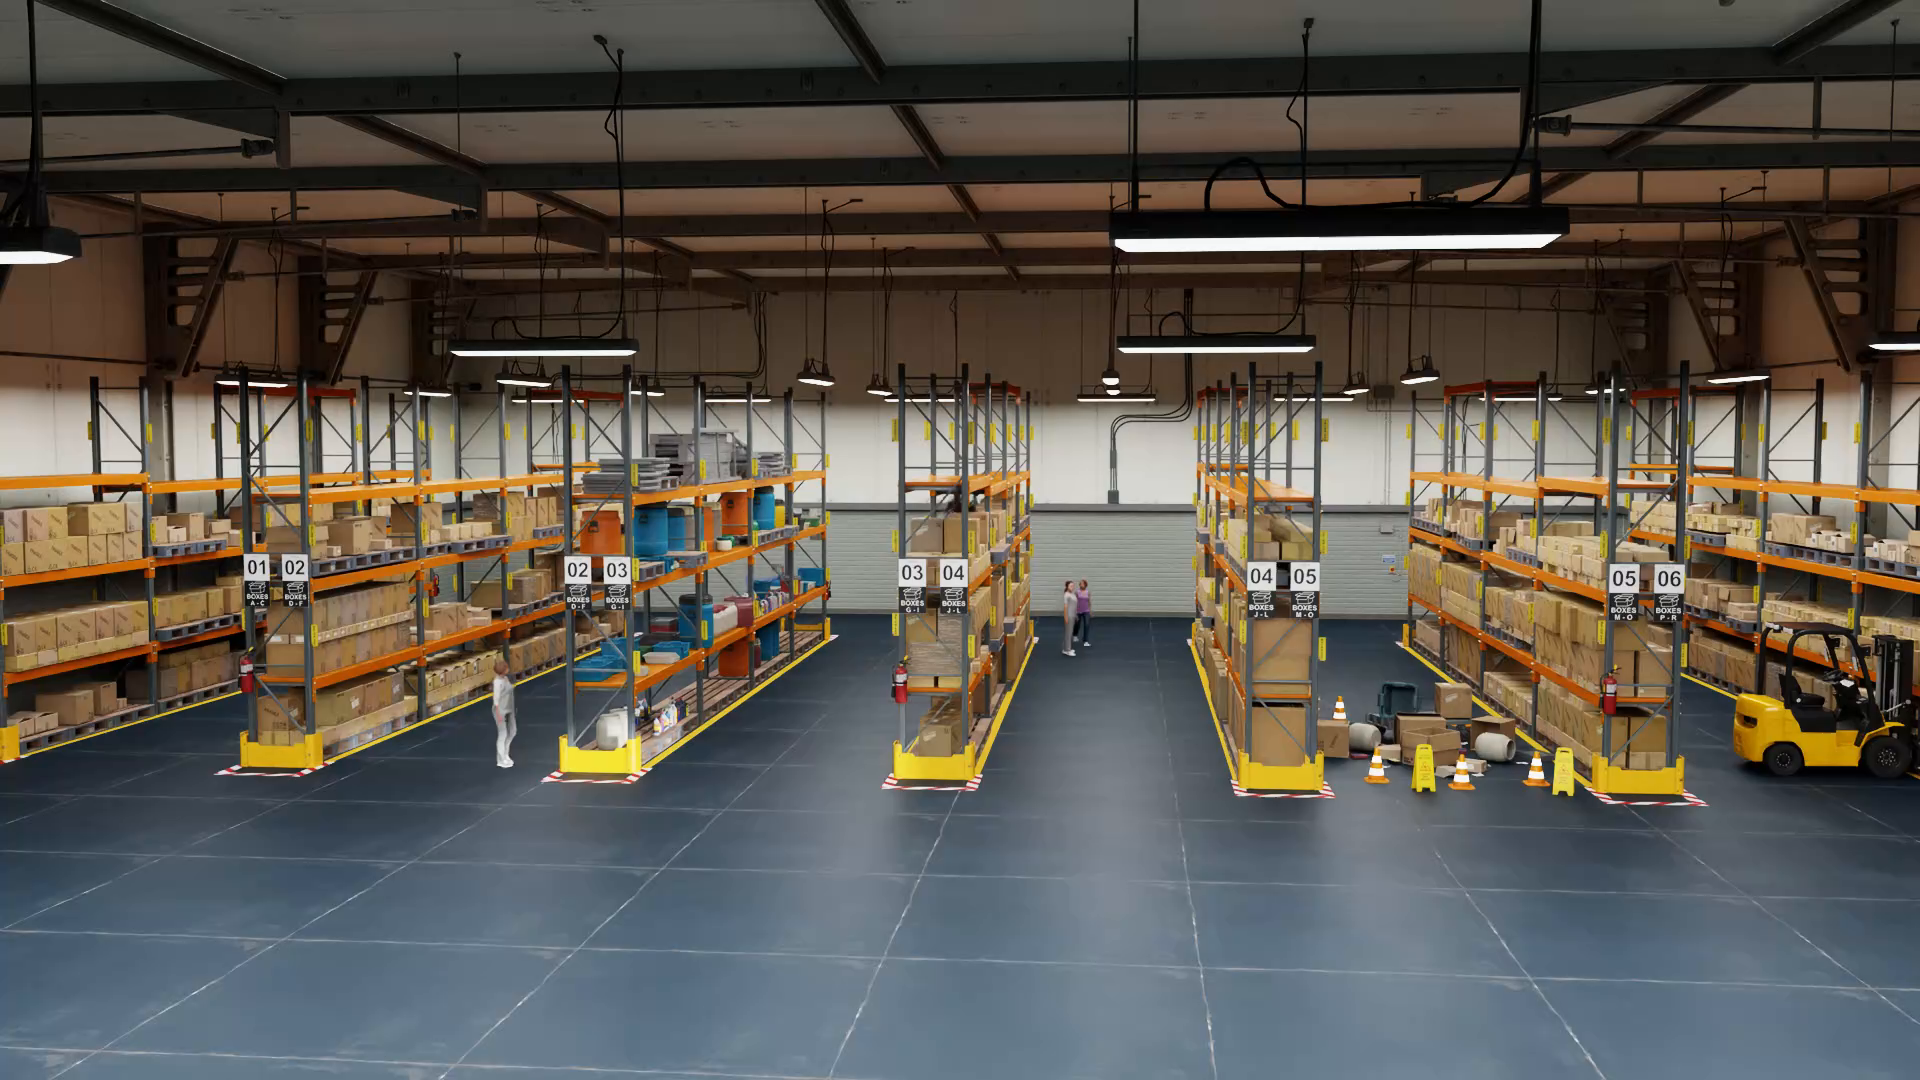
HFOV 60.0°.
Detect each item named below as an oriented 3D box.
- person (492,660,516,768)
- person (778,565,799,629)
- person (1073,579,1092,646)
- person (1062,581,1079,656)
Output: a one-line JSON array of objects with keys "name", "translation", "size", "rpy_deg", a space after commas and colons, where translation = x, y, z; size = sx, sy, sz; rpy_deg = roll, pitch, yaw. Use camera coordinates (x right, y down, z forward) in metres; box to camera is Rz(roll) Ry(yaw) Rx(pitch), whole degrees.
[{"name": "person", "translation": [-6.878, 2.609, 25.028], "size": [0.401, 1.617, 0.486], "rpy_deg": [1, 4, 14]}, {"name": "person", "translation": [-4.377, 1.473, 42.175], "size": [0.492, 1.675, 0.496], "rpy_deg": [1, 4, 14]}, {"name": "person", "translation": [2.888, 1.697, 39.228], "size": [0.471, 1.550, 0.804], "rpy_deg": [-1, 4, -8]}, {"name": "person", "translation": [2.484, 1.763, 37.633], "size": [0.389, 1.699, 0.499], "rpy_deg": [2, 4, 24]}]
